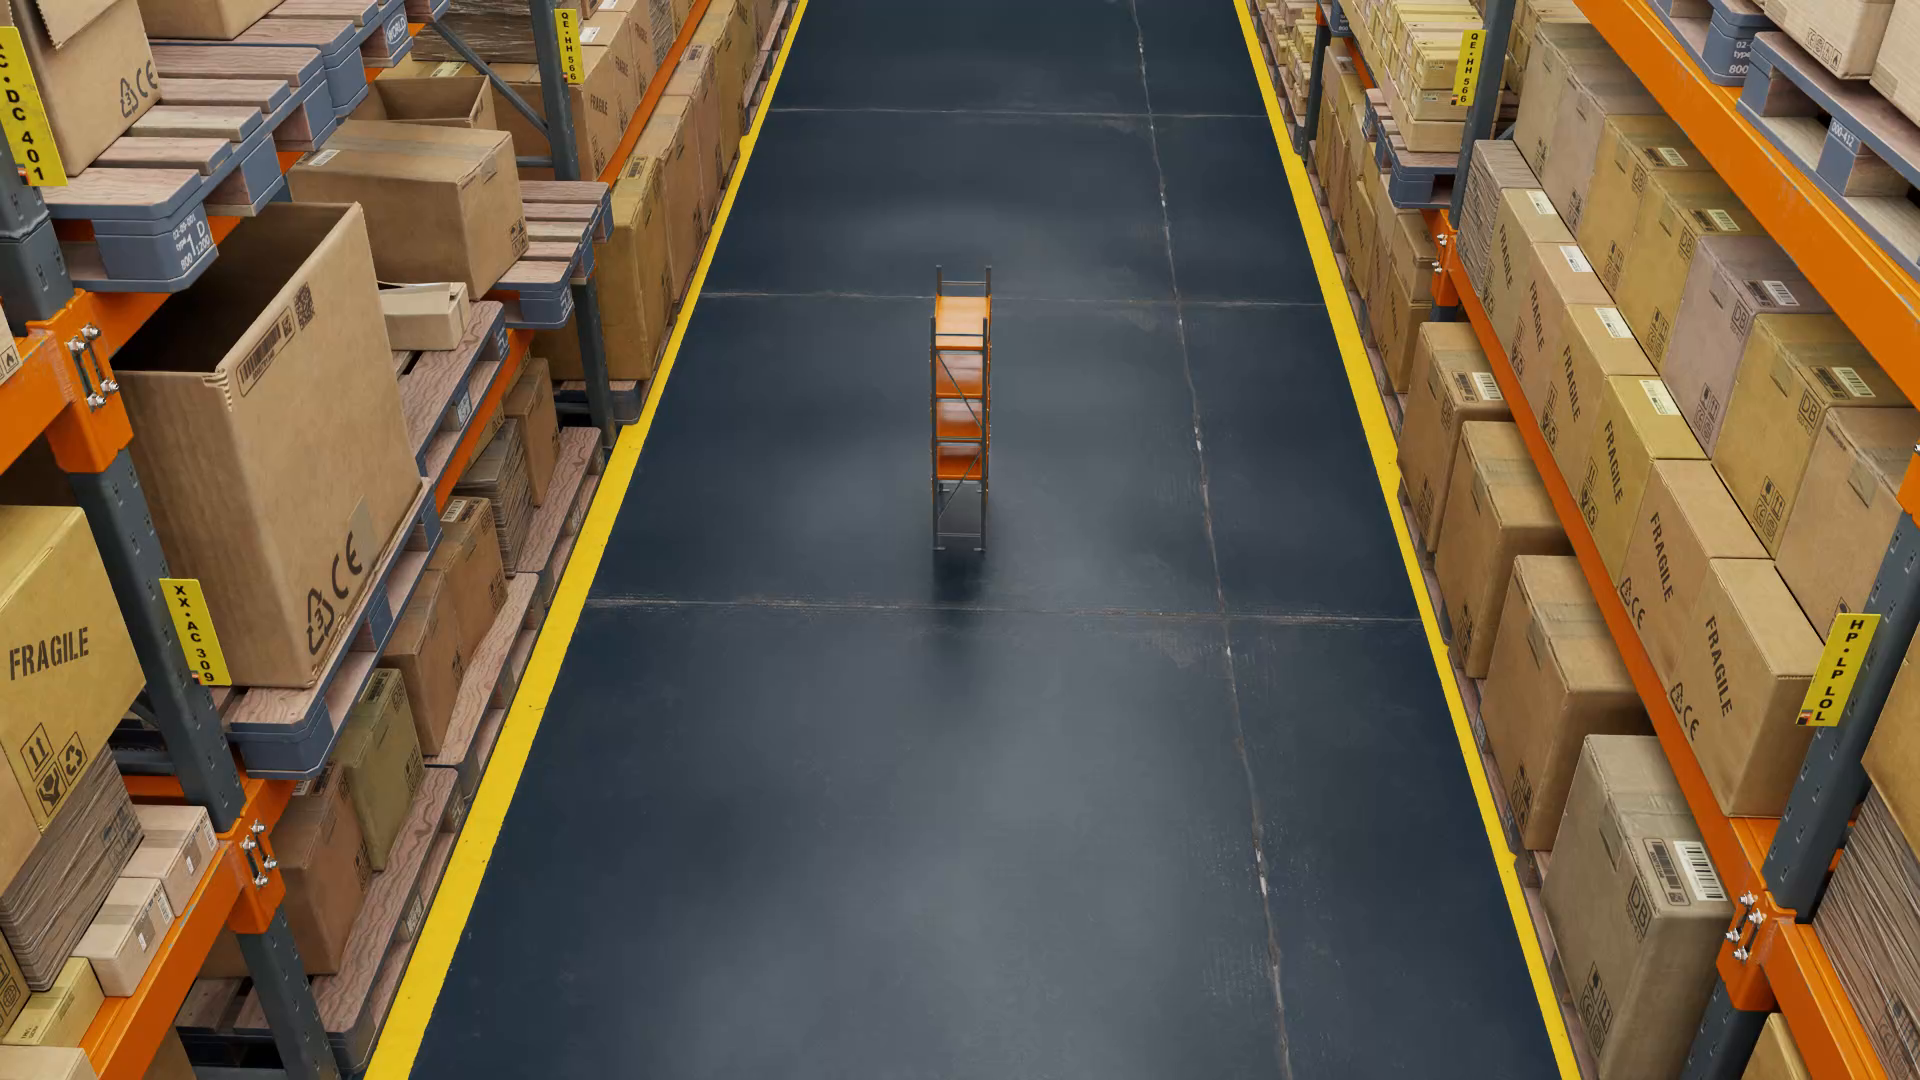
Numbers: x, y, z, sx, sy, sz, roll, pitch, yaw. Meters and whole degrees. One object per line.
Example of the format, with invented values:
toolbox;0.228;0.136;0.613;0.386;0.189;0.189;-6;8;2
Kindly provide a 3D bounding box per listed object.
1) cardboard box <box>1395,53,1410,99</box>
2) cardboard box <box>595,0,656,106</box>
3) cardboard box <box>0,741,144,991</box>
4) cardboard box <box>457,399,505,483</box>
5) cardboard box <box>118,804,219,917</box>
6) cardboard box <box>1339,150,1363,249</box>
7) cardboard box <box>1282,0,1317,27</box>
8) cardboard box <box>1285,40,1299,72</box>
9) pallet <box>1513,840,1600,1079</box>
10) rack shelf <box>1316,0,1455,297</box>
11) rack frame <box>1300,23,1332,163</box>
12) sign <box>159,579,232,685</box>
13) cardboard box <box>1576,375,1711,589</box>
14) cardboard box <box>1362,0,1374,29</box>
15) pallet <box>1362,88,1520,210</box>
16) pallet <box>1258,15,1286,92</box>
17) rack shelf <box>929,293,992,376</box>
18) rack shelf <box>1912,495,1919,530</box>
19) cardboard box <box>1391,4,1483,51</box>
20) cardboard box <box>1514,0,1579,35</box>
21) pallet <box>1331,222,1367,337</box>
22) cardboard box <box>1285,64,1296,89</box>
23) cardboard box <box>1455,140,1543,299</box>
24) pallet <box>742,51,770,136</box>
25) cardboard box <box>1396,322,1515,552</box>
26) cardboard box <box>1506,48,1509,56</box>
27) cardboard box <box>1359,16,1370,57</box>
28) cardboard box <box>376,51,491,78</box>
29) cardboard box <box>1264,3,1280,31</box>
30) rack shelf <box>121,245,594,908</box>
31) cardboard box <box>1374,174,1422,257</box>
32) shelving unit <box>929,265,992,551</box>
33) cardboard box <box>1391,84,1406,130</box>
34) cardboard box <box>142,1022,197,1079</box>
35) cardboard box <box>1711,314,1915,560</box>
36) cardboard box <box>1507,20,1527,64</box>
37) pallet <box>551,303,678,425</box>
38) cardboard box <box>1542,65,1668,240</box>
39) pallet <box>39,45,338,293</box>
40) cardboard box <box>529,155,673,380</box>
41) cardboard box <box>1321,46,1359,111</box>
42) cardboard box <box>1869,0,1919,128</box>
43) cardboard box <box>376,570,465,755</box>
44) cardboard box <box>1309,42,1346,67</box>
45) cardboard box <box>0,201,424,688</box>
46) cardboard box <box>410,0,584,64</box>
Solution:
cardboard box;2.274;-2.190;7.852;0.380;0.149;0.250;3;35;4
cardboard box;-1.925;-2.629;8.795;0.500;0.500;0.500;1;35;1
cardboard box;-2.492;0.668;3.845;0.875;0.500;0.500;1;35;2
cardboard box;-2.260;-0.498;6.989;0.500;0.250;0.500;5;35;7
cardboard box;-2.127;0.807;4.212;0.380;0.149;0.250;1;35;2
cardboard box;2.539;-1.975;9.760;0.500;0.500;0.500;2;35;3
cardboard box;2.596;-3.905;12.294;0.380;0.149;0.250;0;35;0
cardboard box;2.548;-3.475;11.942;0.380;0.149;0.250;0;35;0
pallet;2.495;1.442;5.514;1.003;0.211;1.213;1;35;2
rack shelf;2.781;-2.406;9.191;1.077;0.370;4.000;1;35;2
rack frame;2.861;-3.850;10.619;1.000;3.000;0.127;1;35;2
sign;-1.870;0.228;4.064;0.100;0.325;0.005;1;35;2
cardboard box;2.334;-0.181;5.312;0.500;0.500;0.500;2;35;2
cardboard box;2.315;-2.778;8.688;0.380;0.149;0.250;2;35;3
pallet;2.622;-1.885;7.990;1.213;0.211;1.003;1;35;2
pallet;2.899;-3.798;12.971;1.003;0.211;1.213;1;35;2
rack shelf;0.007;-0.907;7.314;0.258;0.148;0.480;1;35;2
rack shelf;2.459;0.963;1.788;1.077;0.370;4.000;1;35;2
cardboard box;2.285;-2.451;7.965;0.380;0.149;0.250;2;35;3
cardboard box;2.946;-2.573;8.138;0.380;0.149;0.250;0;35;0
pallet;2.785;-1.559;9.784;1.003;0.211;1.213;1;35;2
cardboard box;2.576;-3.389;12.078;0.380;0.149;0.250;0;35;0
cardboard box;2.412;-1.341;6.962;0.500;0.500;0.500;2;35;2
pallet;-1.982;-3.317;12.286;1.003;0.211;1.213;1;35;2
cardboard box;2.586;-0.455;7.380;1.050;0.750;0.750;1;35;1
cardboard box;2.959;-2.490;8.538;0.380;0.149;0.250;2;35;3
cardboard box;2.318;-2.652;8.767;0.380;0.149;0.250;2;35;3
cardboard box;-2.479;-2.054;7.978;0.500;0.500;0.500;2;35;3
cardboard box;2.617;-4.130;13.132;0.380;0.149;0.250;0;35;0
rack shelf;-2.332;-0.281;6.167;1.077;0.370;4.000;1;35;2
cardboard box;2.475;-1.697;8.712;0.500;0.250;0.500;2;35;3
shelving unit;0.007;-0.586;7.540;0.258;1.200;0.503;1;35;2
cardboard box;2.273;-2.057;7.922;0.380;0.149;0.250;1;35;2
cardboard box;-2.468;1.654;4.597;0.500;0.500;0.500;0;35;0
cardboard box;2.572;-0.284;4.590;0.700;0.500;0.500;1;35;1
cardboard box;2.946;-2.470;8.250;0.380;0.149;0.250;1;35;2
pallet;-2.145;-1.035;9.039;1.003;0.211;1.213;1;35;2
cardboard box;2.653;-1.453;6.253;0.700;0.500;0.500;1;35;1
pallet;-2.281;-0.929;4.017;1.213;0.211;1.003;1;35;2
cardboard box;-2.203;-1.423;8.648;1.225;0.875;0.875;0;35;0
cardboard box;2.567;-2.887;10.406;0.500;0.250;0.500;0;35;0
cardboard box;2.408;-1.042;3.693;0.500;0.250;0.500;2;35;2
cardboard box;-2.306;0.469;6.265;0.700;0.500;0.500;-2;35;-2
cardboard box;2.615;-3.309;11.446;0.380;0.149;0.250;2;35;3
cardboard box;-2.241;-0.297;4.676;1.000;1.000;1.000;2;35;2
cardboard box;-2.206;-2.595;7.875;0.797;0.503;0.637;2;35;3
